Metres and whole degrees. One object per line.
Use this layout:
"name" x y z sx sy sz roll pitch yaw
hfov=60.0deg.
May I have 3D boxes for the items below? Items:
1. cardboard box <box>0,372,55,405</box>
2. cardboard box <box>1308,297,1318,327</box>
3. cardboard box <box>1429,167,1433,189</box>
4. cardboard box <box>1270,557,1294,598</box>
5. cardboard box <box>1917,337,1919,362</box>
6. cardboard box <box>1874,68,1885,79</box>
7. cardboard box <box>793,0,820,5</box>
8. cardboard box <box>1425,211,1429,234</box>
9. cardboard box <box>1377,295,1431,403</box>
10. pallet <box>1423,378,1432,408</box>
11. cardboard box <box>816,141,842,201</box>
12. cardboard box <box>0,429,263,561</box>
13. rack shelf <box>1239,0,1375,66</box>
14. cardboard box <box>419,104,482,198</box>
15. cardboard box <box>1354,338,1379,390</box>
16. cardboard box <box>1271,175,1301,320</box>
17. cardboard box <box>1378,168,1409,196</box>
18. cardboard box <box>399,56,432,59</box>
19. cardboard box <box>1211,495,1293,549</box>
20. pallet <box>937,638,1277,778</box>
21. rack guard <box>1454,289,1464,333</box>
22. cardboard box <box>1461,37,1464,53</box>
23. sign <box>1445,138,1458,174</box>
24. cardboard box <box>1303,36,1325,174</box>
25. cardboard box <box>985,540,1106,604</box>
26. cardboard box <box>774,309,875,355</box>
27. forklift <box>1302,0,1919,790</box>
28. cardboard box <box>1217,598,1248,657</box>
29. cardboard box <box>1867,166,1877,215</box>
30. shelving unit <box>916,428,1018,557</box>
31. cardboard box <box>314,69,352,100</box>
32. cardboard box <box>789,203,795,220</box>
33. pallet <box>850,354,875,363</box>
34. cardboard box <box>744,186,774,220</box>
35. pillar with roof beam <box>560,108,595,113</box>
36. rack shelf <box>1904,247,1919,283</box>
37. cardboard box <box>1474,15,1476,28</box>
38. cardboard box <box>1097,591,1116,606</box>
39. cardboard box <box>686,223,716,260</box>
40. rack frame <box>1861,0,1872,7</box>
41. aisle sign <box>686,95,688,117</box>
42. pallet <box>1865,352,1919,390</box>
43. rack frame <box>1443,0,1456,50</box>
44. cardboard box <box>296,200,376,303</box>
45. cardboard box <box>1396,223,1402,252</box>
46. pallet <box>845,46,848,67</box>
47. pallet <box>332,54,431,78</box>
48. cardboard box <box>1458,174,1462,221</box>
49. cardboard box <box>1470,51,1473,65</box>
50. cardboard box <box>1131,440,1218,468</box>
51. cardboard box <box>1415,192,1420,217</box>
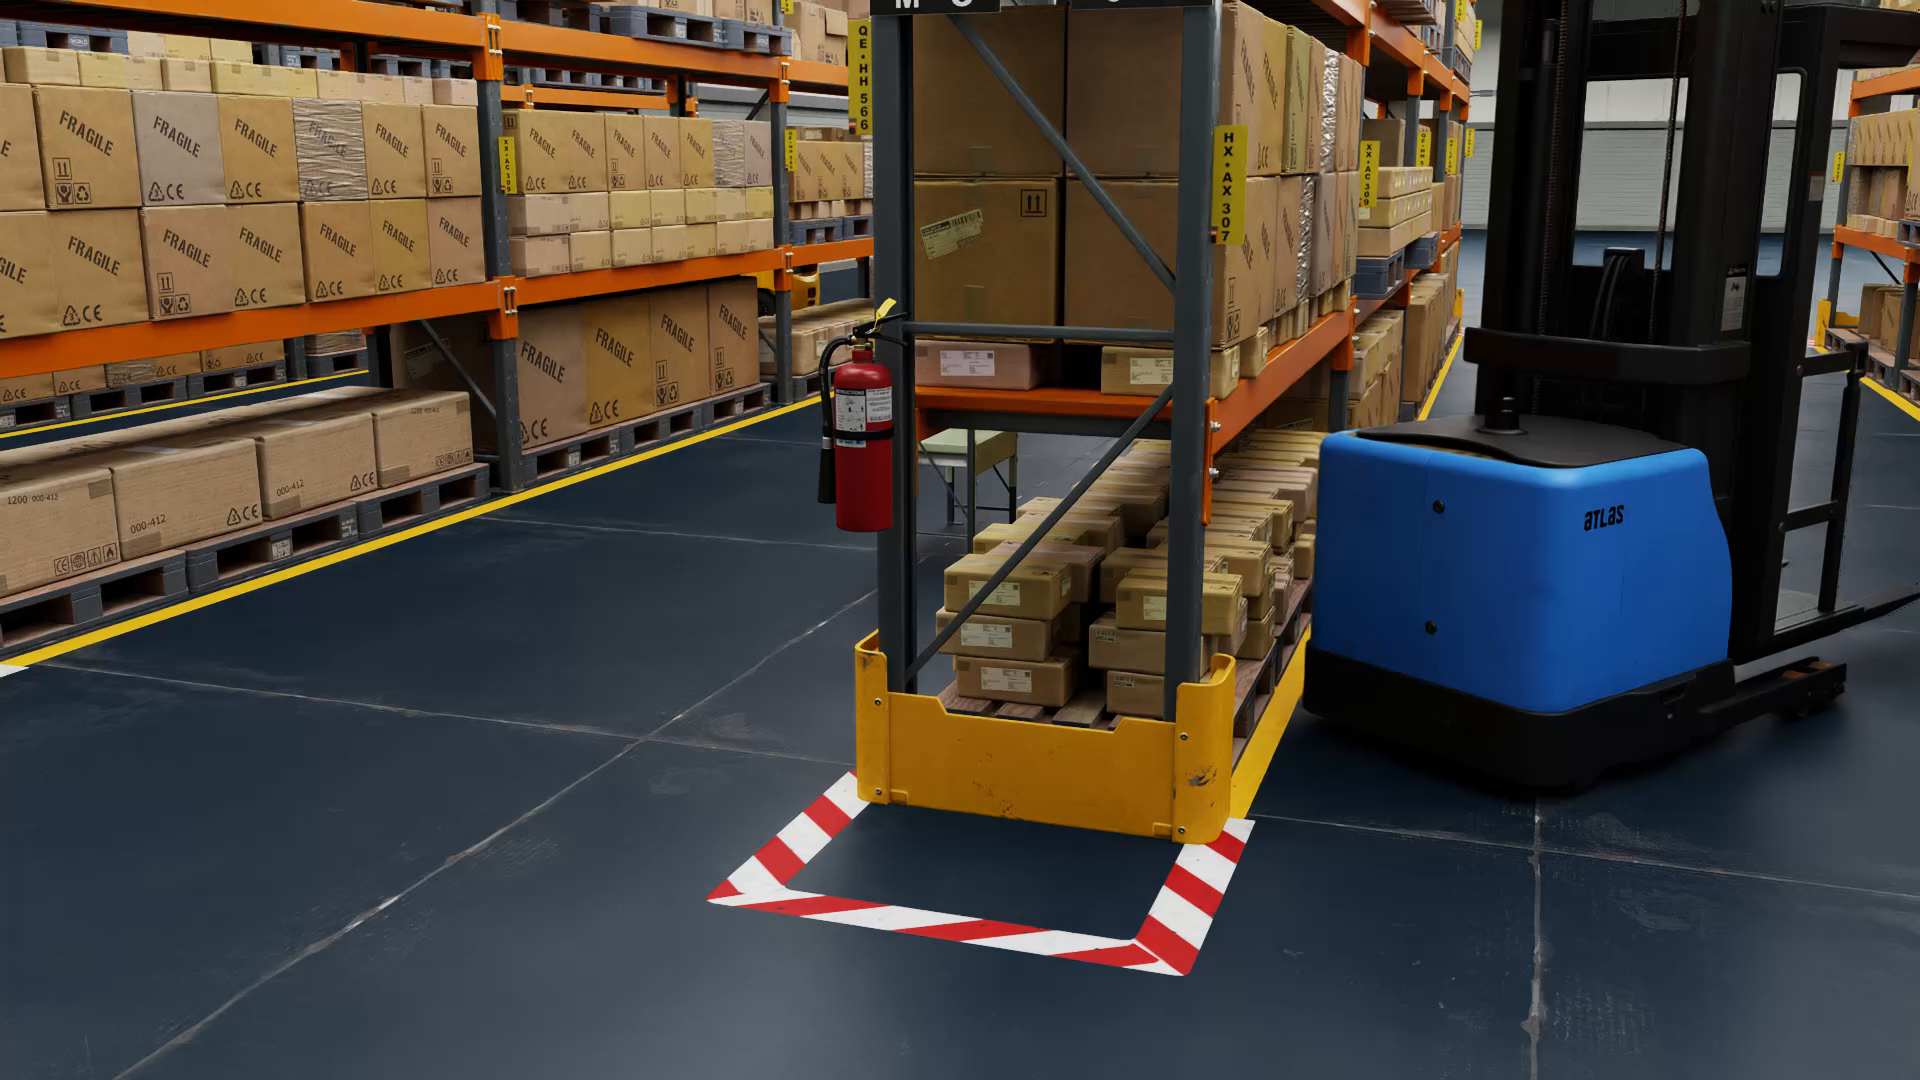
"cardboard box" -7.353 -1.325 12.727 0.500 0.500 0.500 4 14 18
"cardboard box" 1.368 -1.024 7.297 0.380 0.149 0.250 4 13 16
"cardboard box" 3.098 -2.527 11.604 0.380 0.149 0.250 4 13 16
"cardboard box" 1.194 0.164 6.990 0.380 0.149 0.250 4 14 18
"cardboard box" 8.945 -1.822 14.906 0.500 0.500 0.500 4 13 17
"cardboard box" 9.346 -4.691 16.394 0.500 0.250 0.500 4 14 18
"cardboard box" -1.320 -5.106 16.149 0.500 0.250 0.500 4 13 17
"cardboard box" 3.016 -2.184 11.438 0.380 0.149 0.250 4 14 18
"cardboard box" 3.105 -1.521 13.023 1.050 0.750 0.750 4 14 18
"pallet" 3.546 -1.348 14.421 1.003 0.211 1.213 4 14 18
"cardboard box" -1.367 -3.213 14.488 0.500 0.500 0.500 5 14 21
"cardboard box" -4.075 -0.237 8.100 0.875 0.438 0.875 5 14 20
"rack shelf" 0.881 -2.140 6.497 1.077 0.370 4.000 4 14 18
"cardboard box" -3.079 -2.201 9.419 0.500 0.500 0.500 4 14 18
"cardboard box" 2.187 -1.050 9.834 0.500 0.250 0.500 5 14 20
"cardboard box" 0.960 -1.092 6.138 0.500 0.500 0.500 5 14 19
"cardboard box" 2.344 -2.036 9.453 0.380 0.149 0.250 4 14 18
"cardboard box" -5.725 -5.193 17.652 0.380 0.149 0.250 4 14 18
"cardboard box" 1.132 -0.076 6.706 0.380 0.149 0.250 5 14 19
"pallet" 0.555 0.568 6.024 1.003 0.211 1.213 4 14 18
"rack guard" 5.419 -2.762 19.966 1.175 0.500 0.348 4 14 18
"cardboard box" 4.884 -4.993 16.780 0.380 0.149 0.250 4 13 17
"sign" 4.633 -3.622 15.693 0.100 0.325 0.005 4 14 18
"cardboard box" 1.139 -1.686 6.492 0.500 0.500 0.500 4 13 17
"cardboard box" 0.301 0.110 5.892 0.380 0.149 0.250 5 14 19
"cardboard box" -1.220 -1.983 15.899 0.950 0.372 0.625 5 14 20
"forklift" 2.723 -0.864 6.188 3.031 2.935 1.130 -9 16 -36
"cardboard box" 0.789 0.288 5.780 0.380 0.149 0.250 4 14 18
"cardboard box" 9.819 -3.563 16.966 0.875 0.500 0.500 4 14 18
"shelving unit" 0.002 -0.733 8.827 0.431 1.500 0.755 4 14 18
"cardboard box" -3.376 -2.339 8.567 0.380 0.149 0.250 4 14 18
"cardboard box" -1.613 -2.764 13.976 0.380 0.149 0.250 4 13 15
"pallet" -1.243 -1.687 15.906 1.003 0.211 1.213 4 14 18
"cardboard box" -1.810 -2.677 13.188 0.500 0.250 0.500 4 14 18
"pillar with roof beam" -1.008 -7.200 20.313 9.100 9.000 0.400 4 14 18
"rack shelf" 8.130 -1.983 12.553 1.077 0.370 4.000 4 14 18
"cardboard box" 5.623 -5.862 18.795 0.380 0.149 0.250 4 14 19
"cardboard box" 0.486 0.143 6.415 0.380 0.149 0.250 4 14 18
"cardboard box" -2.140 -2.215 12.286 0.500 0.250 0.500 4 14 18
"rack frame" 10.072 -6.522 17.340 1.000 3.000 0.127 4 14 18
"aisle sign" -3.704 -5.927 22.375 0.394 0.787 0.004 4 14 18
"pallet" 8.961 -1.540 15.259 1.003 0.211 1.213 4 14 18
"rack frame" 4.117 -6.058 15.308 1.000 3.000 0.127 4 14 18
"cardboard box" -3.406 -1.501 8.600 0.500 0.500 0.500 4 13 18
"cardboard box" 2.260 -1.692 9.282 0.380 0.149 0.250 4 14 19
"pallet" -1.233 -4.499 15.637 1.213 0.211 1.003 4 14 18
"pallet" -6.098 -4.738 16.690 1.003 0.211 1.213 5 14 21
"cardboard box" 5.334 -3.967 19.292 0.875 0.550 0.550 4 14 18
"cardboard box" 5.624 -5.475 18.888 0.380 0.149 0.250 4 14 18
"cardboard box" 1.041 -0.386 8.063 0.380 0.149 0.250 4 14 18
"cardboard box" 2.678 -2.110 10.444 0.380 0.149 0.250 5 14 20
